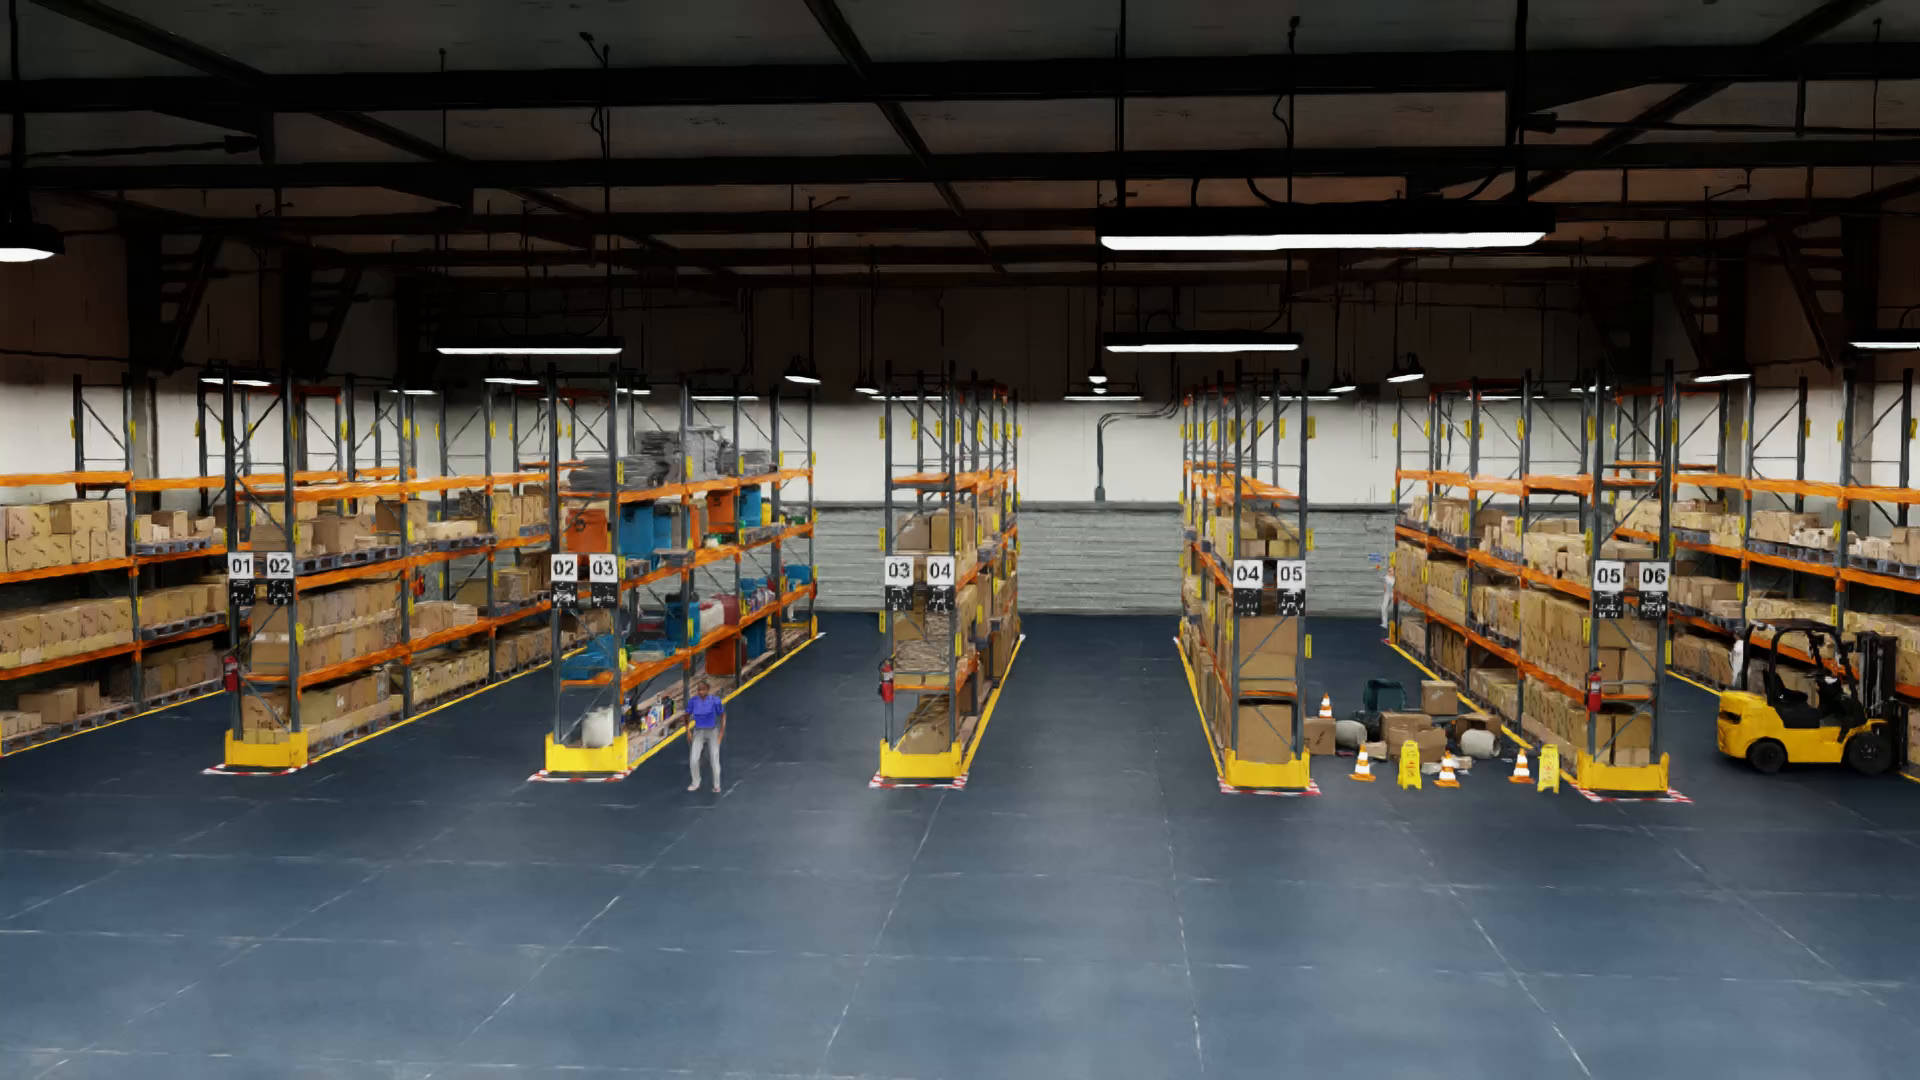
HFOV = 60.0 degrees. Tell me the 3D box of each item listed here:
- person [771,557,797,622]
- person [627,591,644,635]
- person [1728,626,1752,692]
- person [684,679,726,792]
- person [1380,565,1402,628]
[{"bbox_3d":[-4.675,1.291,43.525,0.617,1.691,0.952,-1,4,-21],"label":"person"},{"bbox_3d":[-6.676,1.895,34.359,0.416,1.677,0.537,-2,4,-23],"label":"person"},{"bbox_3d":[13.205,2.298,28.224,0.539,1.664,0.573,2,4,30],"label":"person"},{"bbox_3d":[-3.523,2.699,23.006,0.592,1.598,0.518,0,4,3],"label":"person"},{"bbox_3d":[11.018,1.413,42.350,0.491,1.611,0.957,2,4,26],"label":"person"}]
